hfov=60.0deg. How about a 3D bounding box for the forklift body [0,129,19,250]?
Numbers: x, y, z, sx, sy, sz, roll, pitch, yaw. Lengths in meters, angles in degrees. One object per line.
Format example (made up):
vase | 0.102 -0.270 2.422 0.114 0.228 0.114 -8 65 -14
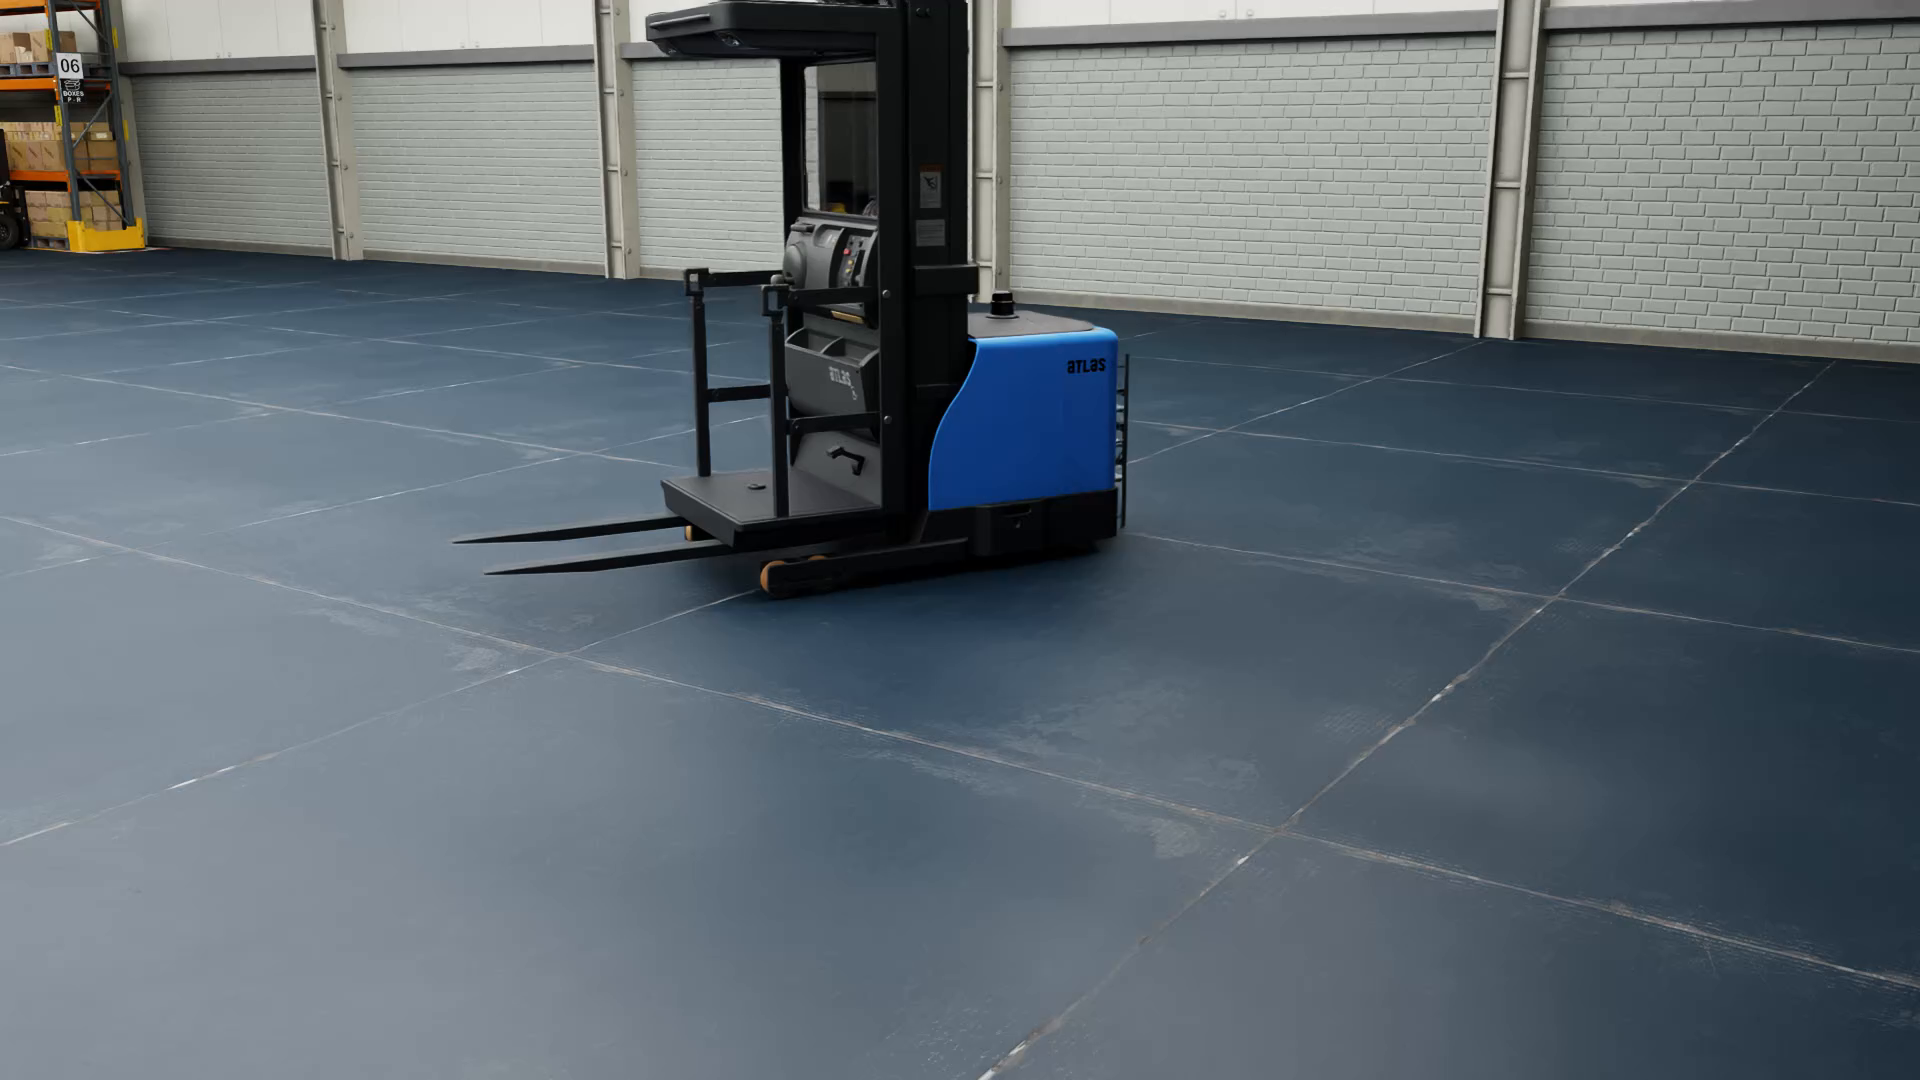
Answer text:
forklift body | -17.113 -5.886 27.626 1.214 2.155 2.313 9 17 33

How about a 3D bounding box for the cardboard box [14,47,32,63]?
cardboard box | -15.589 -8.136 27.901 0.258 0.266 0.396 9 17 33

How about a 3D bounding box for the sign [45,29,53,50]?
sign | -14.836 -8.149 27.080 0.005 0.325 0.100 9 17 33

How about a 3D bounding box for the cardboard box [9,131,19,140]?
cardboard box | -16.044 -6.929 28.514 0.250 0.149 0.380 9 17 33

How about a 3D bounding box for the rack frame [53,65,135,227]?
rack frame | -14.522 -6.408 27.966 0.127 3.000 1.000 9 17 33

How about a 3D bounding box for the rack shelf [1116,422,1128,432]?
rack shelf | 0.696 -0.563 8.490 0.258 0.077 0.200 -8 16 -28

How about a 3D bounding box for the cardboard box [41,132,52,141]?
cardboard box | -15.195 -6.790 27.953 0.250 0.149 0.380 9 17 34

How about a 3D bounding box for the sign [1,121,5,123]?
sign | -17.532 -7.514 30.468 0.005 0.325 0.100 9 17 33

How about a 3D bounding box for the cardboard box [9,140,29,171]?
cardboard box | -15.927 -6.610 28.575 0.500 0.500 0.500 9 16 32

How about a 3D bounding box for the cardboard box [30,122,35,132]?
cardboard box | -15.556 -7.026 28.288 0.250 0.149 0.380 9 17 33

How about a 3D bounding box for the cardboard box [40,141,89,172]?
cardboard box | -15.077 -6.470 28.009 0.500 0.500 0.500 9 16 32

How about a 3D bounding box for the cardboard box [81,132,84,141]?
cardboard box | -14.899 -6.889 28.352 0.250 0.149 0.380 9 17 33

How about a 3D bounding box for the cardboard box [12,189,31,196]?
cardboard box | -16.345 -5.964 28.942 0.500 0.250 0.500 9 16 32

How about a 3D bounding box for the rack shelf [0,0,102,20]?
rack shelf | -16.181 -9.045 28.464 4.000 0.370 1.077 9 17 33

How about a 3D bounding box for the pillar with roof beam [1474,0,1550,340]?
pillar with roof beam | 2.915 -5.516 11.879 0.400 9.000 9.100 9 17 33

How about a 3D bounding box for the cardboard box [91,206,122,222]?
cardboard box | -14.796 -5.624 28.608 0.500 0.250 0.500 10 17 34

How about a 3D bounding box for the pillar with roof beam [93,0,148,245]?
pillar with roof beam | -16.999 -8.735 24.881 0.400 9.000 9.100 9 17 33

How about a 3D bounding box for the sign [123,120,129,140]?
sign | -14.207 -6.976 28.297 0.005 0.325 0.100 9 17 33

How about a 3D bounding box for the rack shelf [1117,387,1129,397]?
rack shelf | 0.696 -0.738 8.446 0.258 0.077 0.200 -8 16 -28

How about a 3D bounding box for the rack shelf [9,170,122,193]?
rack shelf | -16.181 -6.327 29.136 4.000 0.370 1.077 9 17 33

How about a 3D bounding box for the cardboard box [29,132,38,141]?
cardboard box | -15.575 -6.873 28.286 0.250 0.149 0.380 9 17 32

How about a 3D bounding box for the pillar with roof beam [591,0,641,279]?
pillar with roof beam | -7.042 -7.125 18.380 0.400 9.000 9.100 9 17 33

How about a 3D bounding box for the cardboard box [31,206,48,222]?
cardboard box | -15.510 -5.592 28.479 0.500 0.250 0.500 9 17 32

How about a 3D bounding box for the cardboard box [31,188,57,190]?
cardboard box | -16.062 -6.070 29.370 0.500 0.250 0.500 9 16 32

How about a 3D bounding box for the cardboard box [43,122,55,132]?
cardboard box | -15.159 -6.949 27.974 0.250 0.149 0.380 9 17 33

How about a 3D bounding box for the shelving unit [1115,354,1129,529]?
shelving unit | 0.696 -0.508 8.503 0.258 0.900 0.210 -8 16 -28

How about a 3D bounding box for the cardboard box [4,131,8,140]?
cardboard box | -16.451 -7.001 28.805 0.250 0.149 0.380 9 16 32

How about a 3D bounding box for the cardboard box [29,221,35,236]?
cardboard box | -15.905 -5.414 28.802 0.500 0.250 0.500 9 17 33

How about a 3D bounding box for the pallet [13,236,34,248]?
pallet | -16.188 -5.312 29.344 1.213 0.211 1.003 9 17 33

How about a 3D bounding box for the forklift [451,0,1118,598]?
forklift | -0.778 -1.311 7.520 3.031 2.935 1.130 -7 16 -27

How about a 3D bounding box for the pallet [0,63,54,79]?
pallet | -16.111 -8.084 28.681 1.213 0.211 1.003 9 17 33

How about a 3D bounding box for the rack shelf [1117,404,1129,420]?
rack shelf | 0.696 -0.651 8.468 0.258 0.077 0.200 -8 16 -28

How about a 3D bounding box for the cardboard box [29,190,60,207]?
cardboard box | -15.505 -5.829 28.396 0.500 0.250 0.500 10 17 34

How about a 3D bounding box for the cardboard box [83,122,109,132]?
cardboard box | -14.681 -7.003 28.195 0.250 0.149 0.380 9 16 32

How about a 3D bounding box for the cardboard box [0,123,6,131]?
cardboard box | -16.412 -7.163 28.841 0.250 0.149 0.380 9 17 33

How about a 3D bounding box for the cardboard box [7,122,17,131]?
cardboard box | -16.052 -7.073 28.476 0.250 0.149 0.380 10 17 34

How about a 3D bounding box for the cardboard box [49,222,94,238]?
cardboard box | -15.088 -5.277 28.246 0.500 0.250 0.500 9 17 33

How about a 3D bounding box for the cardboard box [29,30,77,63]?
cardboard box | -15.025 -8.176 27.575 0.500 0.500 0.500 10 17 35
